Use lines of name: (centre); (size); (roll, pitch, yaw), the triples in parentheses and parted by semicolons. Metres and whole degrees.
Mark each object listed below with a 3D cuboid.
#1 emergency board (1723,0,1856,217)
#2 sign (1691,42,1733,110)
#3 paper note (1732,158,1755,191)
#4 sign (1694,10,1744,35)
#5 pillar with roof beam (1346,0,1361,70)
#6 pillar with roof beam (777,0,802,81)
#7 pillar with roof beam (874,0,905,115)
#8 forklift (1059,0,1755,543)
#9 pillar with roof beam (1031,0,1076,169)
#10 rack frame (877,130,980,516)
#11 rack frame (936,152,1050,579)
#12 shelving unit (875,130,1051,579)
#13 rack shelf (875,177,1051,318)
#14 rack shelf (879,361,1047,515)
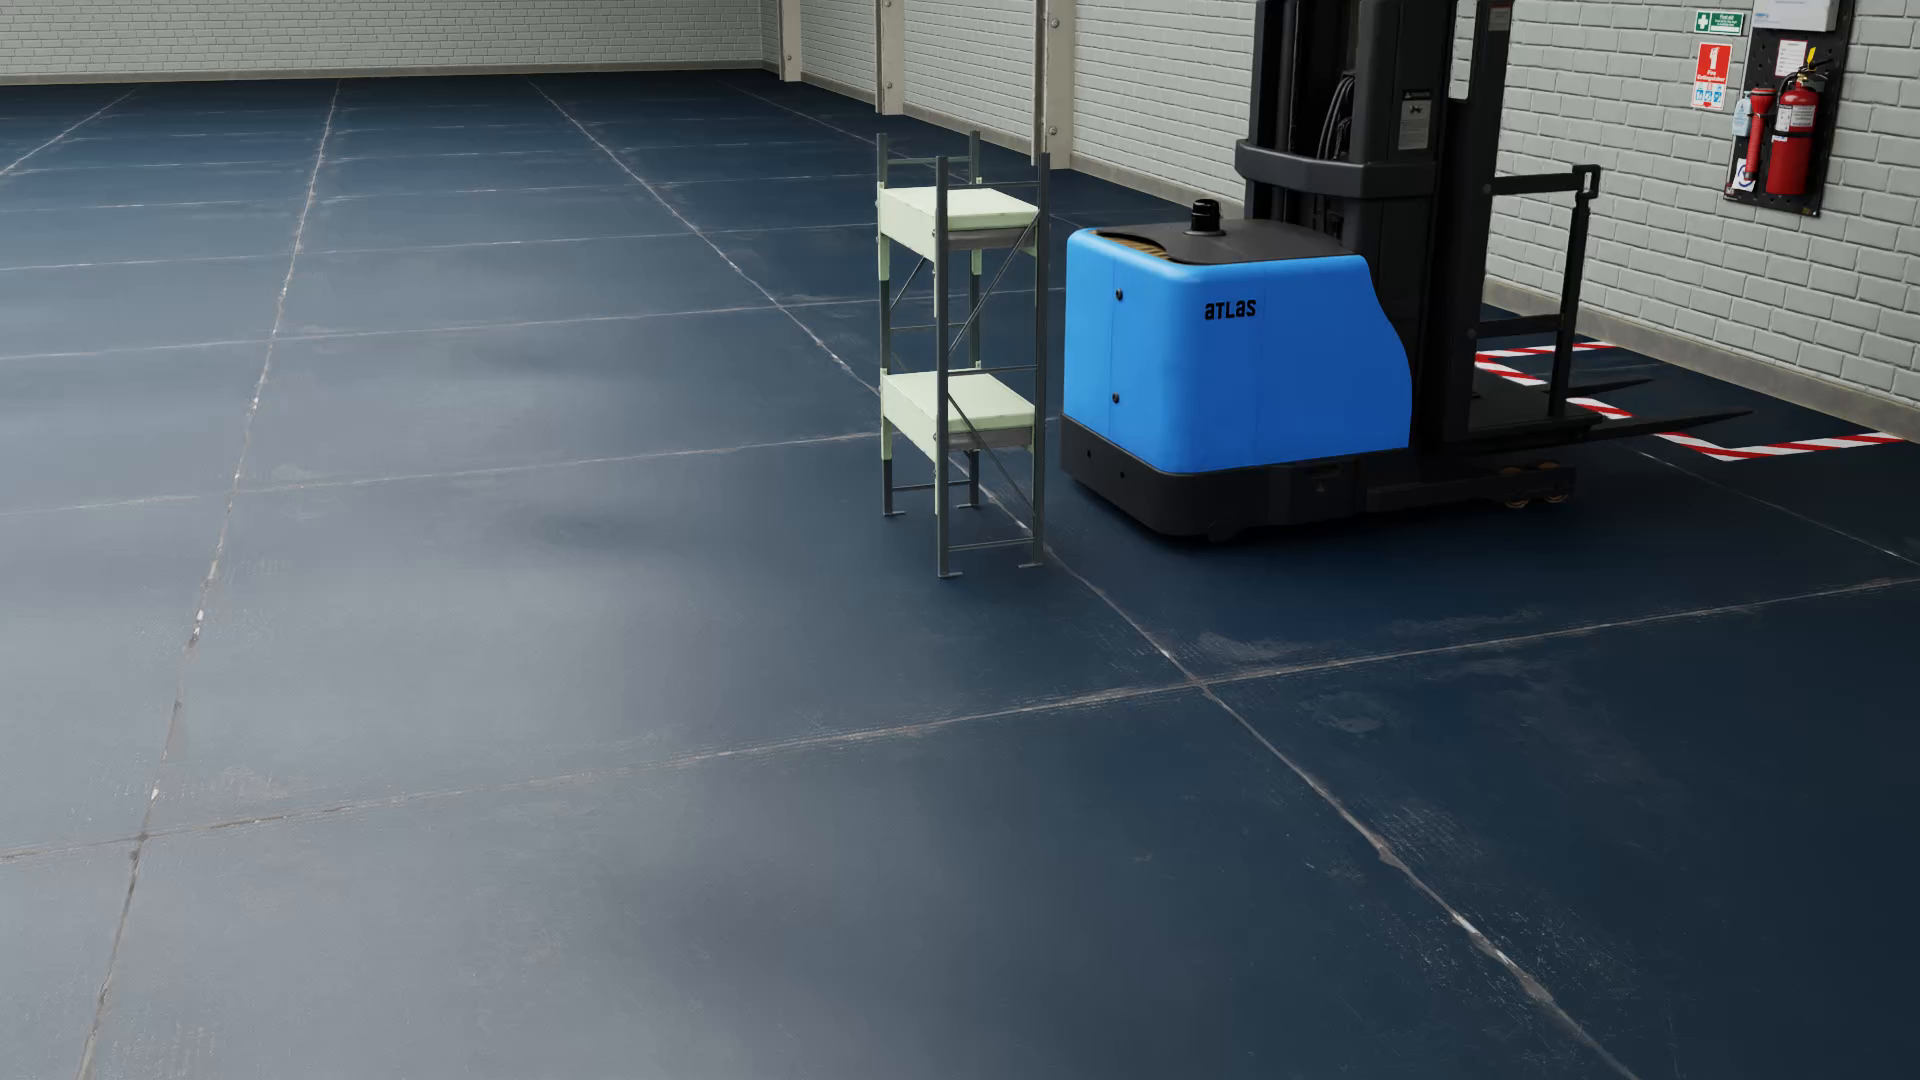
emergency board: (3.978, -2.205, 8.117); (0.194, 1.169, 0.643); (-6, 21, -17)
sign: (3.902, -2.410, 8.636); (0.001, 0.329, 0.234); (-6, 21, -17)
paper note: (3.988, -1.854, 8.445); (0.016, 0.148, 0.142); (-6, 21, -17)
sign: (3.895, -2.657, 8.540); (0.001, 0.109, 0.331); (-6, 21, -17)
pillar with roof beam: (-1.254, -5.699, 8.971); (9.100, 9.000, 0.400); (-6, 21, -17)
pillar with roof beam: (-6.912, -11.475, 25.053); (9.100, 9.000, 0.400); (-6, 21, -17)
pillar with roof beam: (-5.026, -9.550, 19.693); (9.100, 9.000, 0.400); (-6, 21, -17)
forklift: (1.992, -1.665, 6.717); (3.031, 2.935, 1.130); (-7, 21, -20)
pillar with roof beam: (-3.140, -7.625, 14.332); (9.100, 9.000, 0.400); (-6, 21, -17)
rack frame: (-0.117, -0.825, 6.496); (0.400, 1.500, 0.023); (-6, 21, -17)
rack frame: (0.113, -0.591, 5.842); (0.400, 1.500, 0.023); (-6, 21, -17)
shelving unit: (-0.002, -0.708, 6.169); (0.431, 1.500, 0.755); (-6, 21, -17)
rack shelf: (-0.002, -1.075, 6.037); (0.431, 0.370, 0.720); (-6, 21, -17)
rack shelf: (-0.002, -0.401, 6.279); (0.431, 0.370, 0.720); (-6, 21, -17)
